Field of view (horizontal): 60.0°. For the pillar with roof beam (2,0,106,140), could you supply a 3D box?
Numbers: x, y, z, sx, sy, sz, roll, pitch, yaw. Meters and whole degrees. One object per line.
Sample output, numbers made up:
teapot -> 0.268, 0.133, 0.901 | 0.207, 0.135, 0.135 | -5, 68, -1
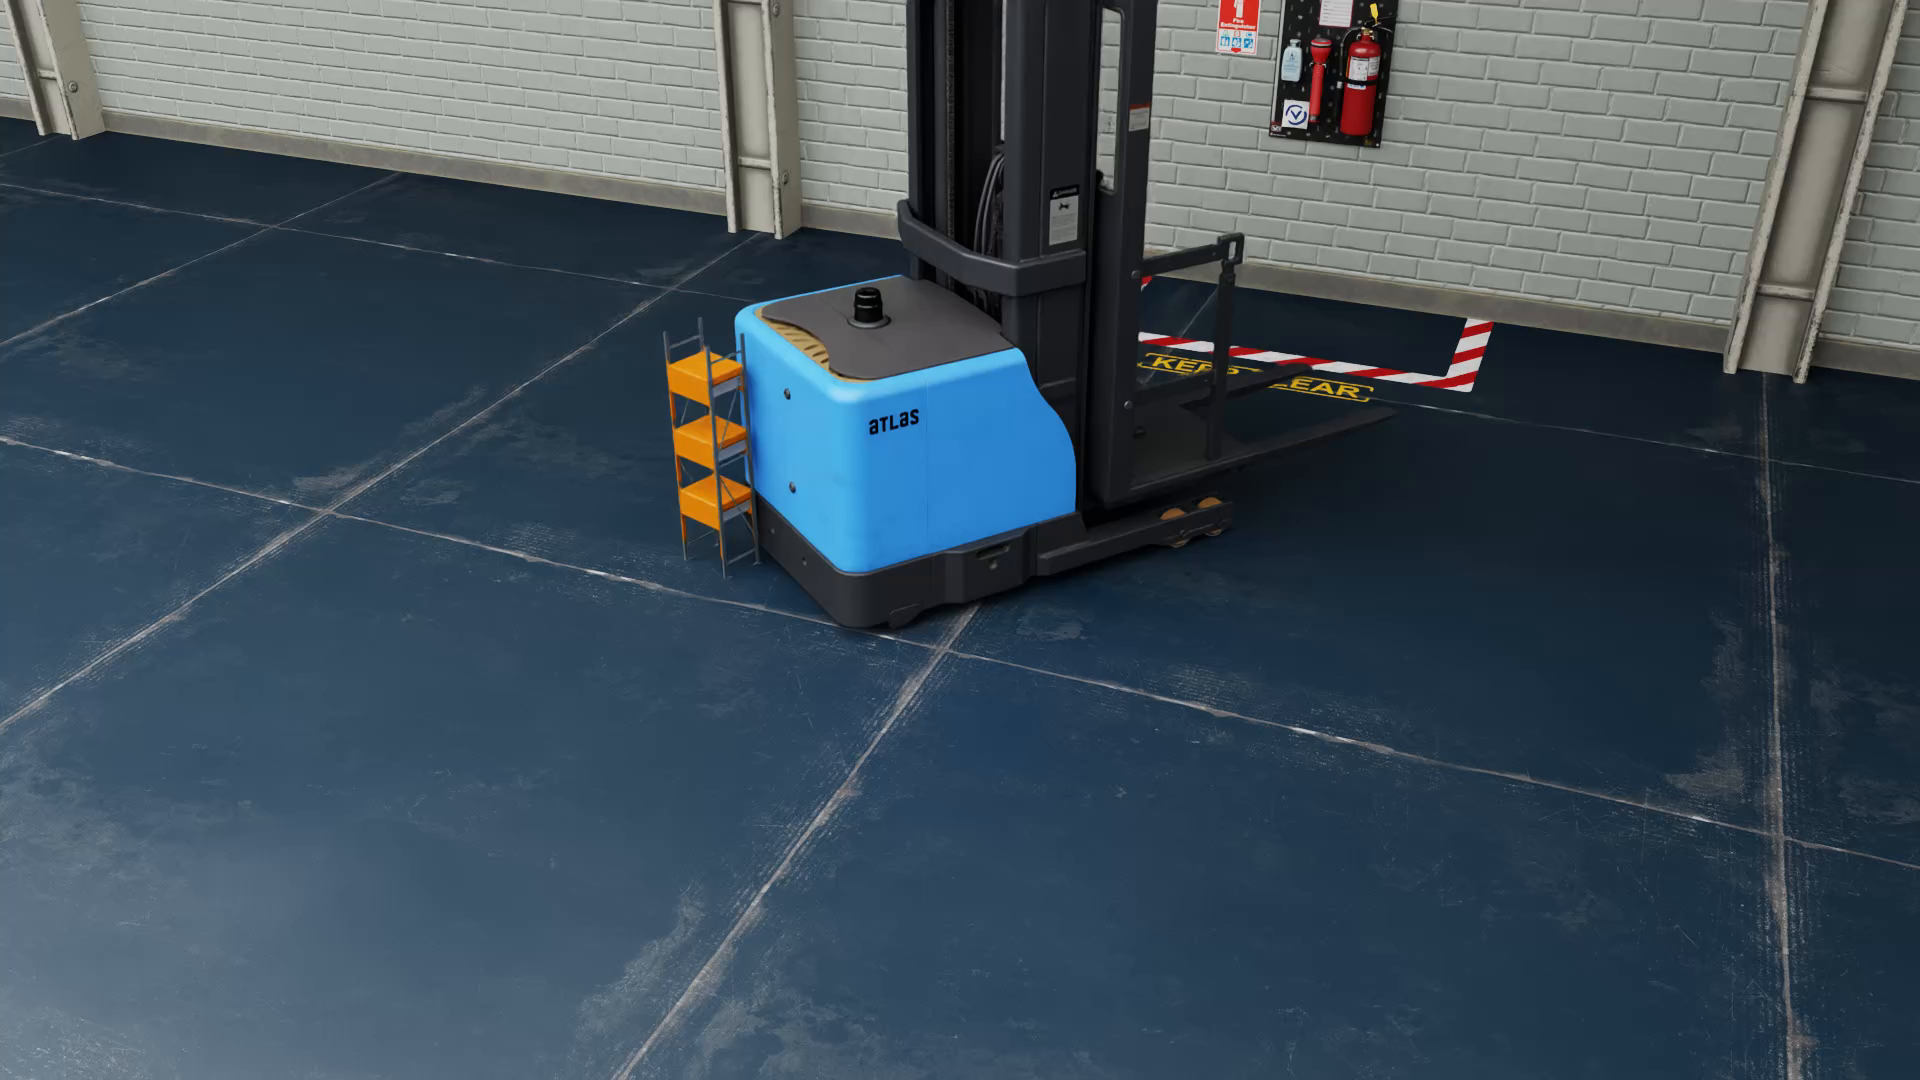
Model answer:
pillar with roof beam -> -8.443, -5.098, 7.125 | 0.400, 9.000, 9.100 | 11, 31, 19

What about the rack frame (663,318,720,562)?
rack frame -> -1.106, -0.401, 6.893 | 0.008, 1.050, 0.200 | 22, 36, 34

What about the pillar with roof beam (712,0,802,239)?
pillar with roof beam -> -2.884, -3.988, 5.161 | 0.400, 9.000, 9.100 | 11, 31, 19

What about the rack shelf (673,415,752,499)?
rack shelf -> -1.012, -0.354, 6.830 | 0.240, 0.259, 0.215 | 22, 36, 34

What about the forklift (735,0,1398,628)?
forklift -> 0.603, -1.451, 6.839 | 3.031, 2.935, 1.130 | -16, 33, -26

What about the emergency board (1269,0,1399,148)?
emergency board -> 2.019, -2.704, 8.985 | 0.643, 1.169, 0.194 | 11, 31, 19

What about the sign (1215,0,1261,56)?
sign -> 1.545, -2.869, 9.241 | 0.234, 0.329, 0.001 | 11, 31, 19

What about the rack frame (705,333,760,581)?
rack frame -> -0.919, -0.324, 6.757 | 0.008, 1.050, 0.200 | 22, 36, 34

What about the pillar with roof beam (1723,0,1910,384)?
pillar with roof beam -> 2.676, -2.878, 3.197 | 0.400, 9.000, 9.100 | 11, 31, 19

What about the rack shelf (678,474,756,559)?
rack shelf -> -1.012, -0.112, 6.967 | 0.240, 0.259, 0.215 | 22, 36, 34

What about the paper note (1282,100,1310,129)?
paper note -> 1.881, -2.385, 9.316 | 0.142, 0.148, 0.016 | 11, 31, 19

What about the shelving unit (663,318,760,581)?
shelving unit -> -1.012, -0.363, 6.825 | 0.252, 1.050, 0.215 | 22, 36, 34

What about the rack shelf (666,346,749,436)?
rack shelf -> -1.012, -0.601, 6.691 | 0.240, 0.259, 0.215 | 22, 36, 34
